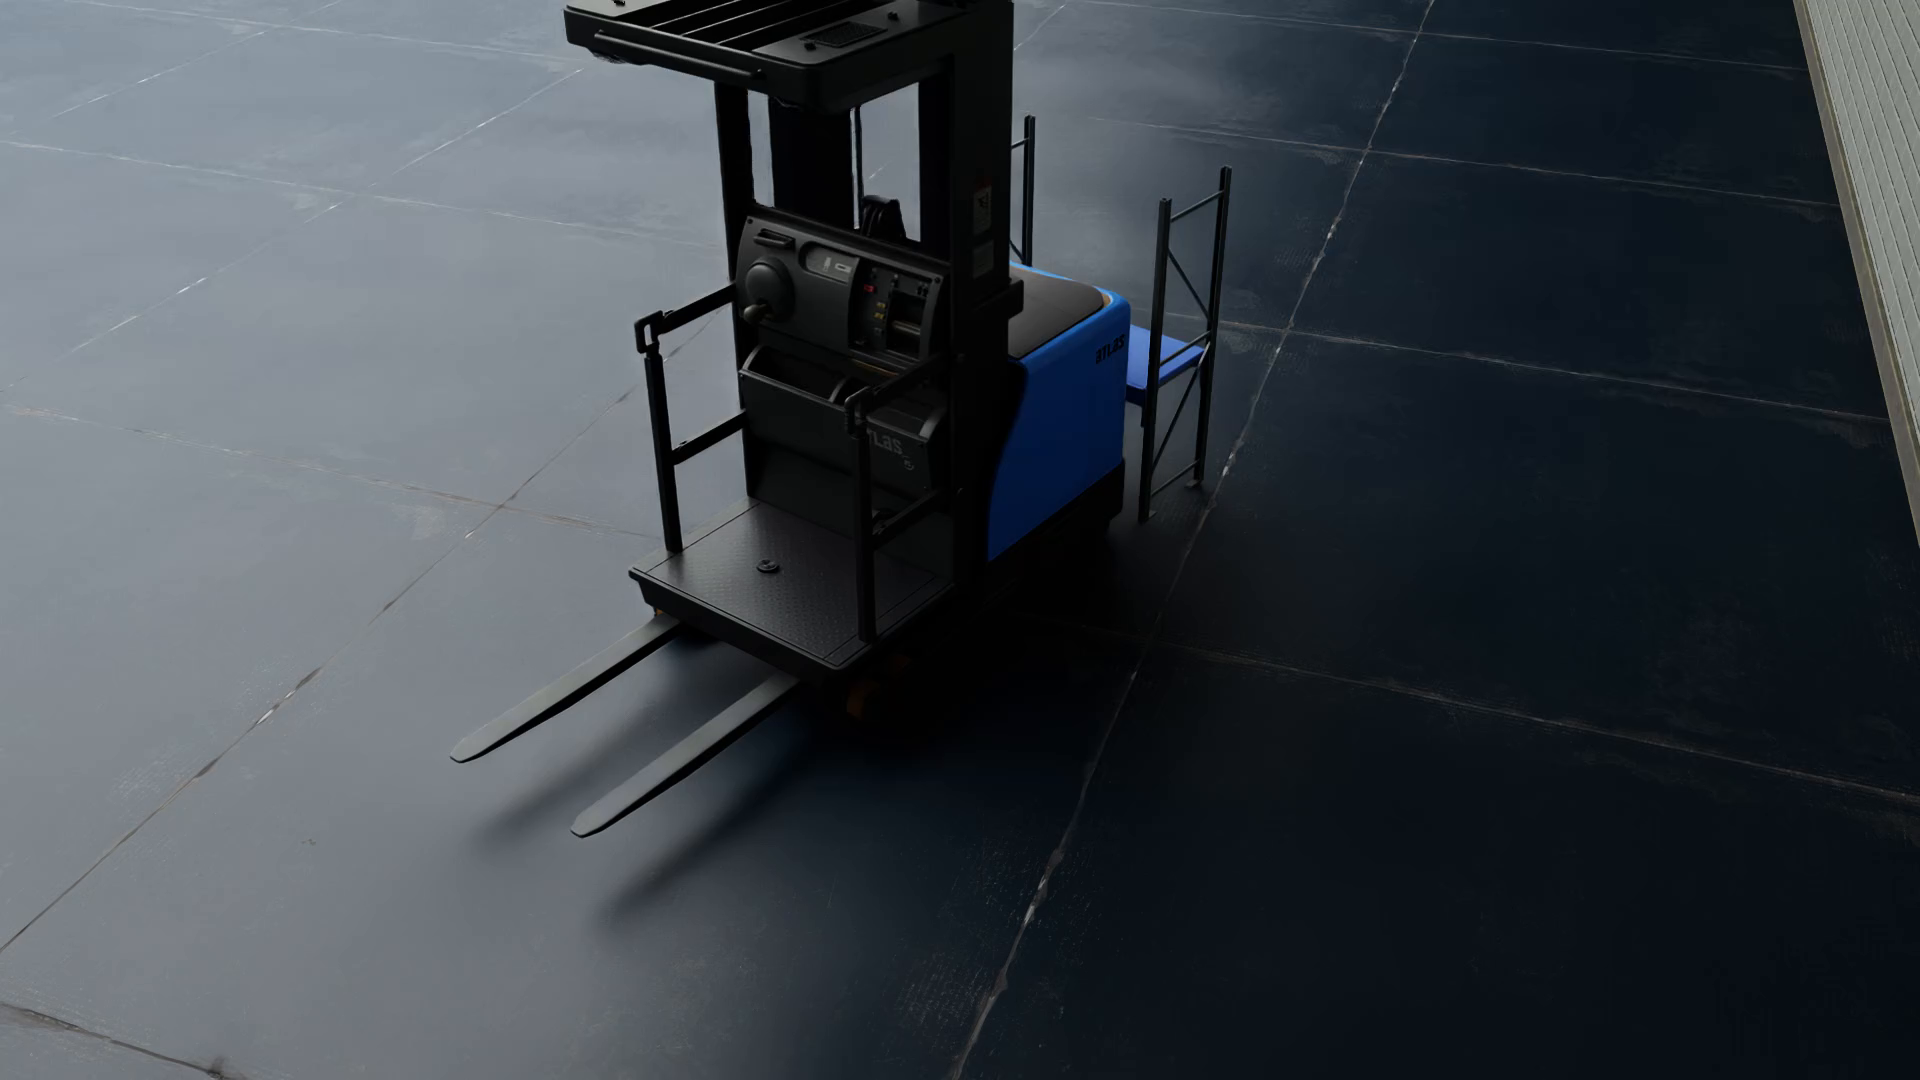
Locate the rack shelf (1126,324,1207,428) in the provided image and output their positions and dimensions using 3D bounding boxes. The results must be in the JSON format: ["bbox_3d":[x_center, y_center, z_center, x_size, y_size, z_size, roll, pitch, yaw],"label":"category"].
[{"bbox_3d":[0.562,-0.835,7.492,1.000,0.185,0.538,24,40,32],"label":"rack shelf"}]

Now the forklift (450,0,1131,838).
[{"bbox_3d":[-0.571,-0.850,5.864,1.130,2.935,3.031,22,39,30],"label":"forklift"}]

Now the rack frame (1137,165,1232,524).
[{"bbox_3d":[0.956,-0.812,7.125,0.032,1.500,0.500,24,40,32],"label":"rack frame"}]

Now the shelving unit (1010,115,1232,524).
[{"bbox_3d":[0.562,-0.986,7.395,1.048,1.500,0.538,24,40,32],"label":"shelving unit"}]

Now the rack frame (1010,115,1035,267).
[{"bbox_3d":[0.168,-1.160,7.664,0.032,1.500,0.500,24,40,32],"label":"rack frame"}]
